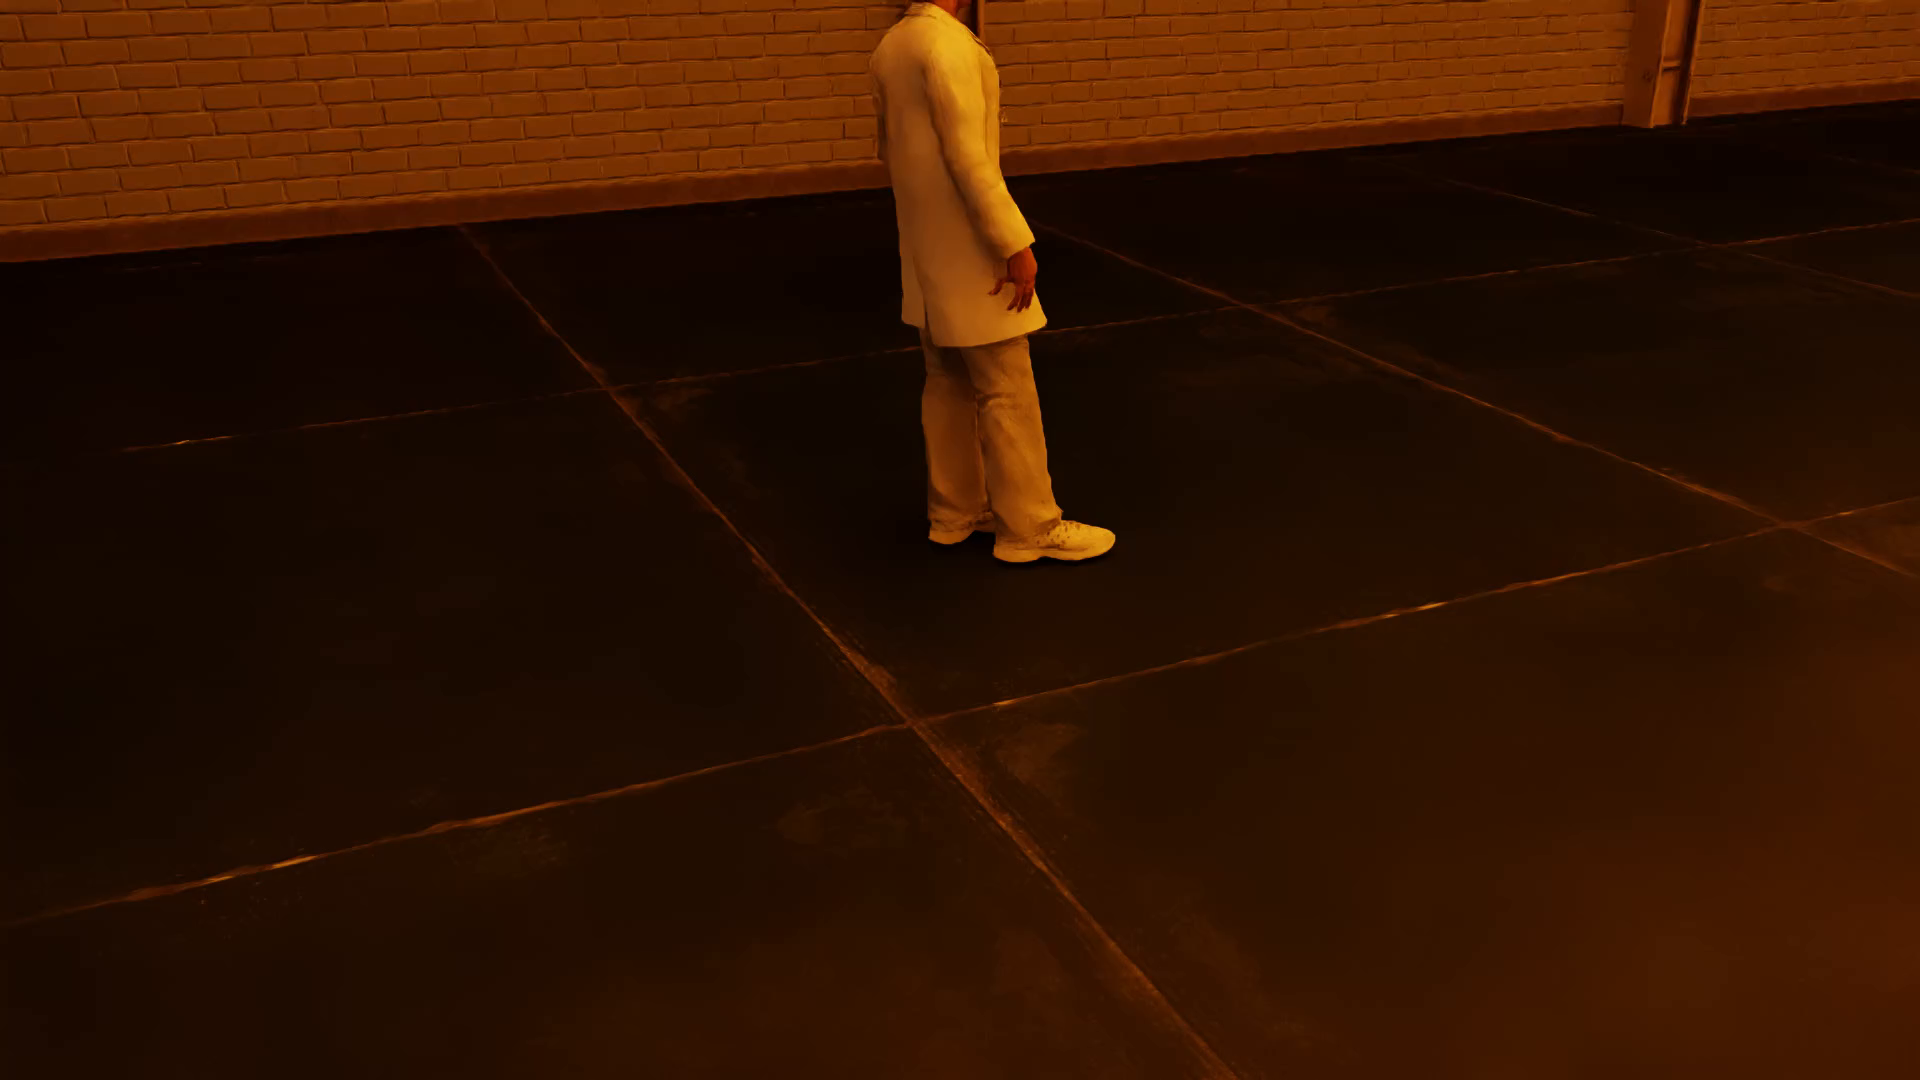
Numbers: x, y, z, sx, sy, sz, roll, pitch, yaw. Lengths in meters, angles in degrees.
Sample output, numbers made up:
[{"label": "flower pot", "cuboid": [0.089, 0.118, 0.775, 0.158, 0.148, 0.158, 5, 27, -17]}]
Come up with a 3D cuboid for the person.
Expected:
[{"label": "person", "cuboid": [0.084, -0.841, 4.795, 0.579, 1.776, 0.694, -10, 25, -23]}]
